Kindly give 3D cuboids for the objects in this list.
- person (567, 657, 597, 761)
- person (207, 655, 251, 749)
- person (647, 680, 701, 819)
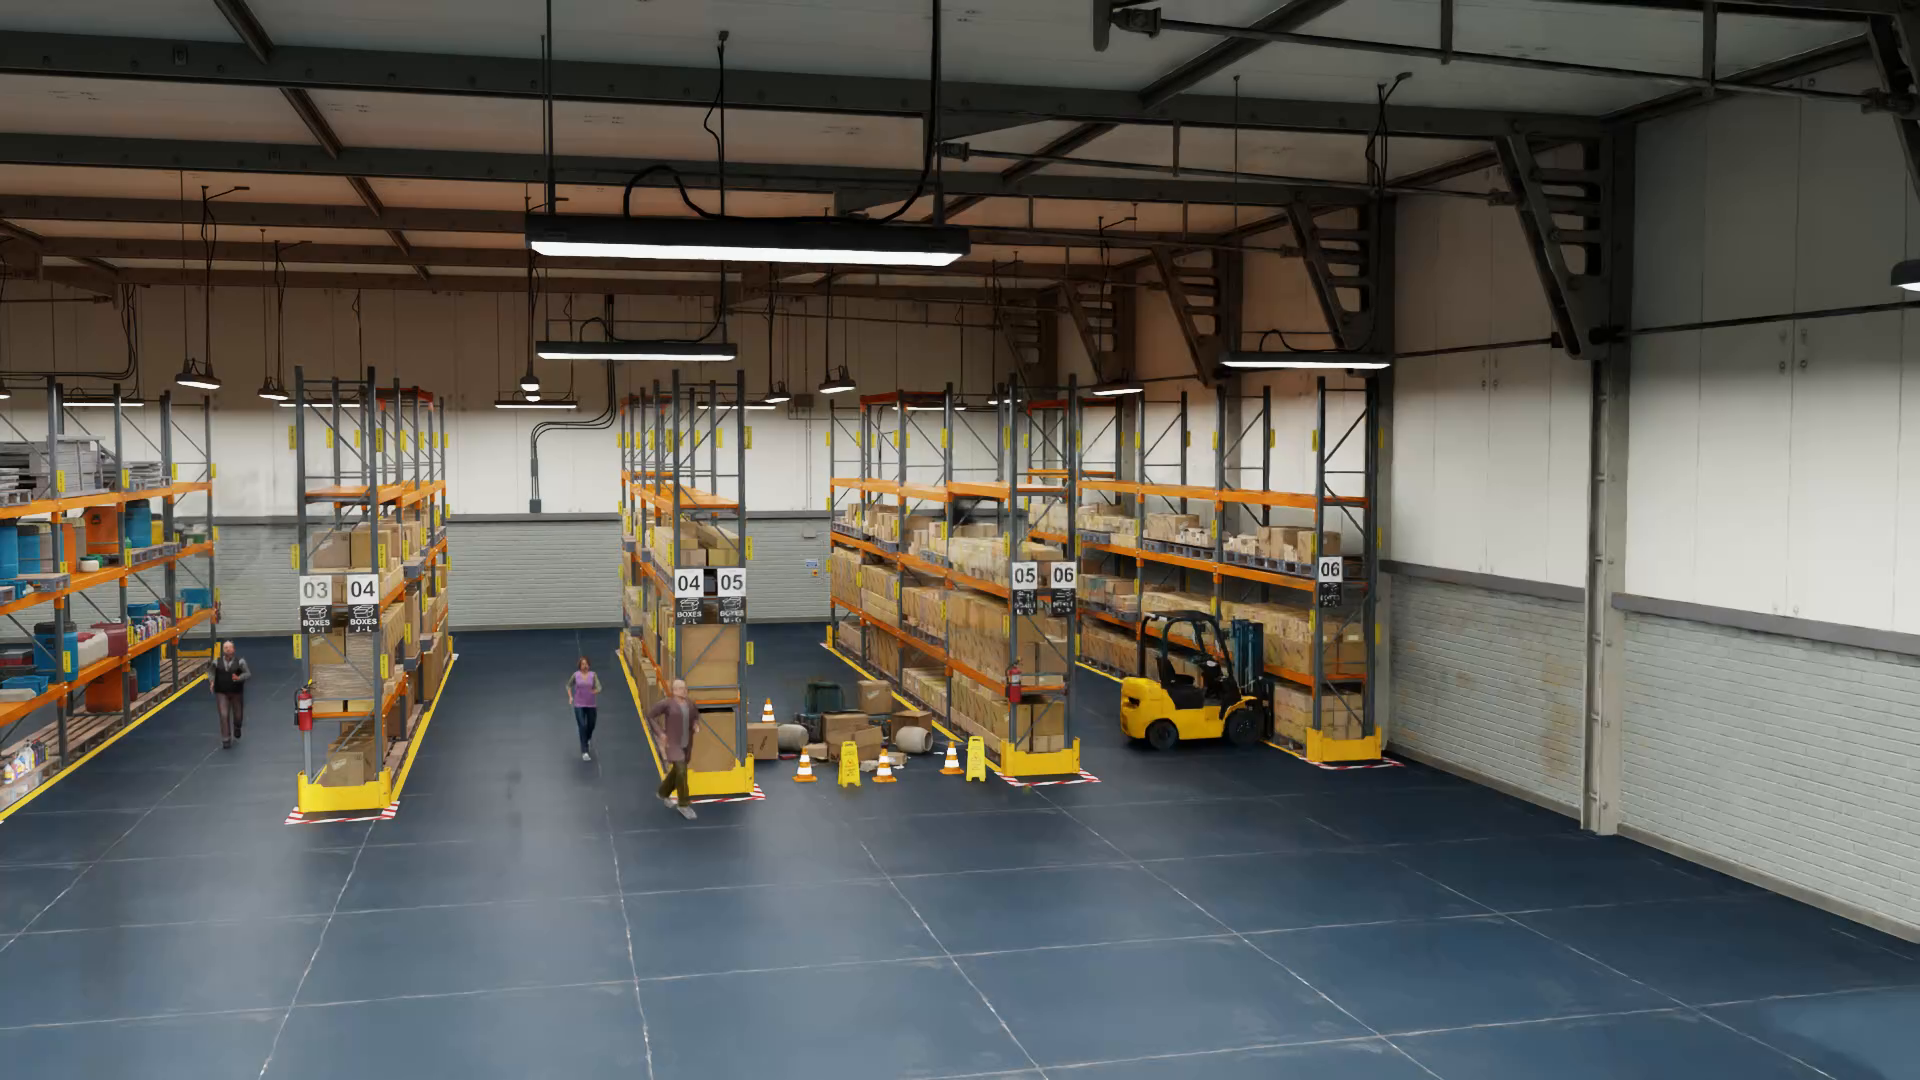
[{"bbox_3d":[-5.931,2.632,26.185,0.486,1.576,0.877,-1,4,-21],"label":"person"},{"bbox_3d":[-11.949,2.623,27.189,0.667,1.497,0.915,-1,4,-22],"label":"person"},{"bbox_3d":[-3.790,2.780,22.319,0.912,1.823,0.704,3,4,40],"label":"person"}]
